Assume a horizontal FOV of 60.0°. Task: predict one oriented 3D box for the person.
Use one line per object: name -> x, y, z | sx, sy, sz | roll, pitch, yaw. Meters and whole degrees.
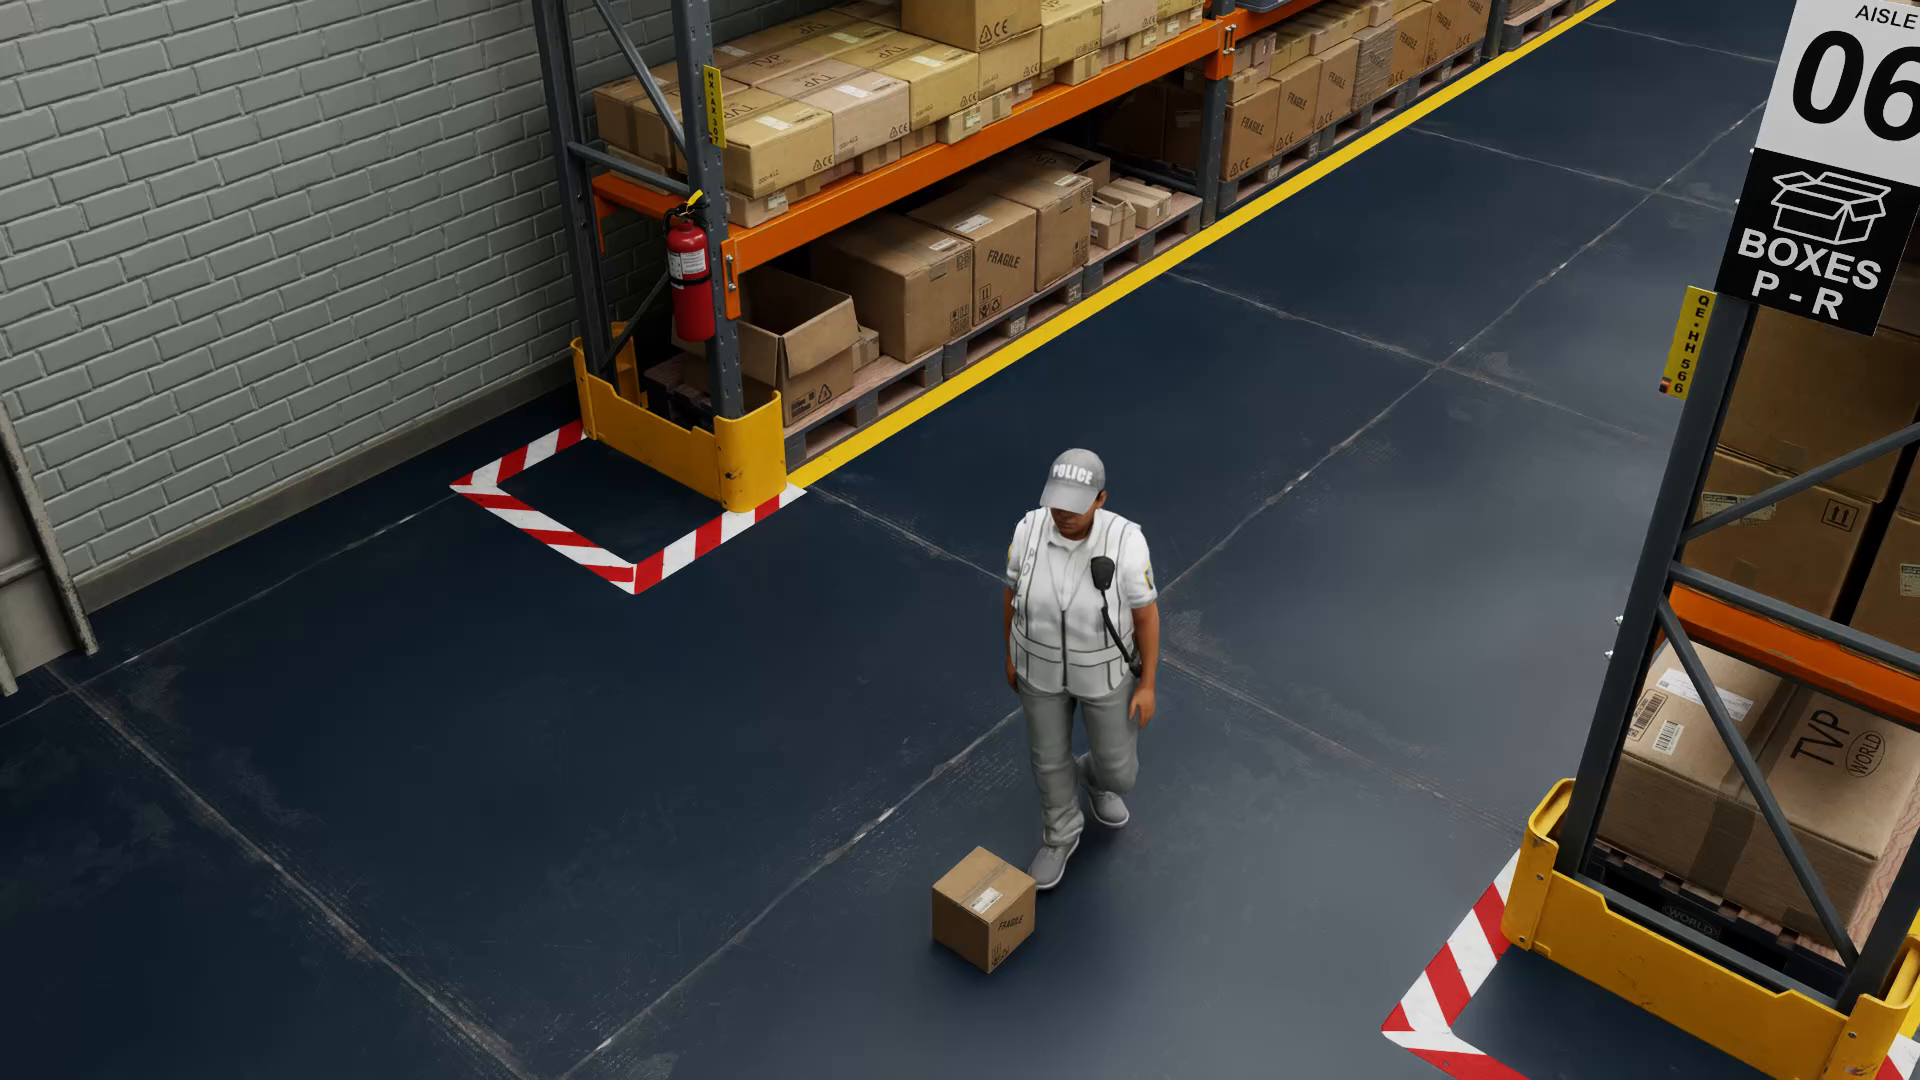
person -> 0.399, 0.415, 5.533 | 0.541, 1.666, 0.524 | 9, 36, 12
